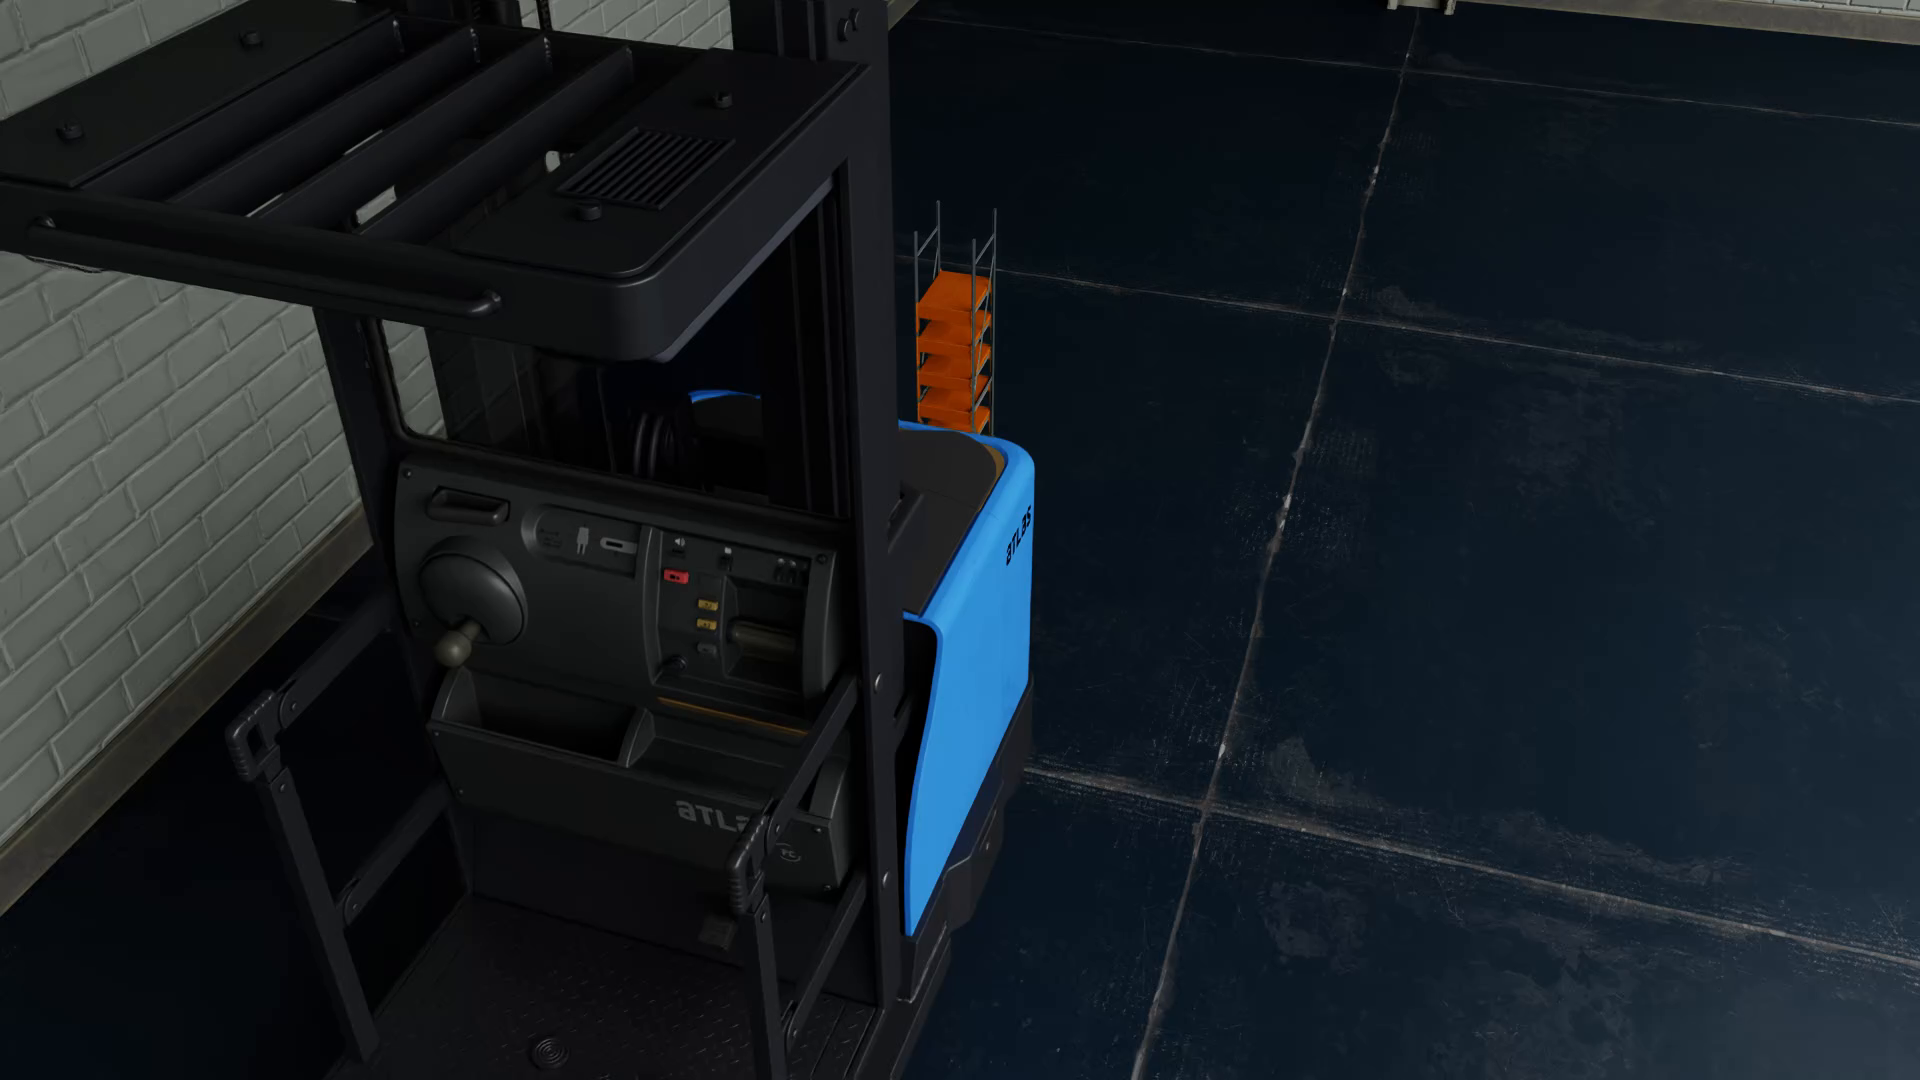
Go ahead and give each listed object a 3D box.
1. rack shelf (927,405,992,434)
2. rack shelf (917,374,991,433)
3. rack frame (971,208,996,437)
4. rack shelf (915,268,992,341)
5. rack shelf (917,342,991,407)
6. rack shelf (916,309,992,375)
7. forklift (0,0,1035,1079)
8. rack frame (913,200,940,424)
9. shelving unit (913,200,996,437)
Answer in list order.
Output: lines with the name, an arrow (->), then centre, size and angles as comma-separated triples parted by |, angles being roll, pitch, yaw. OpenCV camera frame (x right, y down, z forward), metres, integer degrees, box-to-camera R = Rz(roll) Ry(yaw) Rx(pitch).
rack shelf -> -0.014, -0.353, 5.495 | 0.180, 0.103, 0.258 | 10, 38, 14
rack shelf -> -0.014, -0.450, 5.424 | 0.180, 0.103, 0.258 | 10, 38, 14
rack frame -> 0.074, -0.470, 5.376 | 0.006, 1.200, 0.240 | 10, 38, 14
rack shelf -> -0.014, -0.740, 5.211 | 0.180, 0.103, 0.258 | 10, 38, 14
rack shelf -> -0.014, -0.547, 5.353 | 0.180, 0.103, 0.258 | 10, 38, 14
rack shelf -> -0.014, -0.643, 5.282 | 0.180, 0.103, 0.258 | 10, 38, 14
forklift -> -0.744, 0.170, 3.046 | 1.130, 2.935, 3.031 | 11, 38, 15
rack frame -> -0.101, -0.502, 5.420 | 0.006, 1.200, 0.240 | 10, 38, 14
shelving unit -> -0.014, -0.486, 5.398 | 0.189, 1.200, 0.258 | 10, 38, 14
